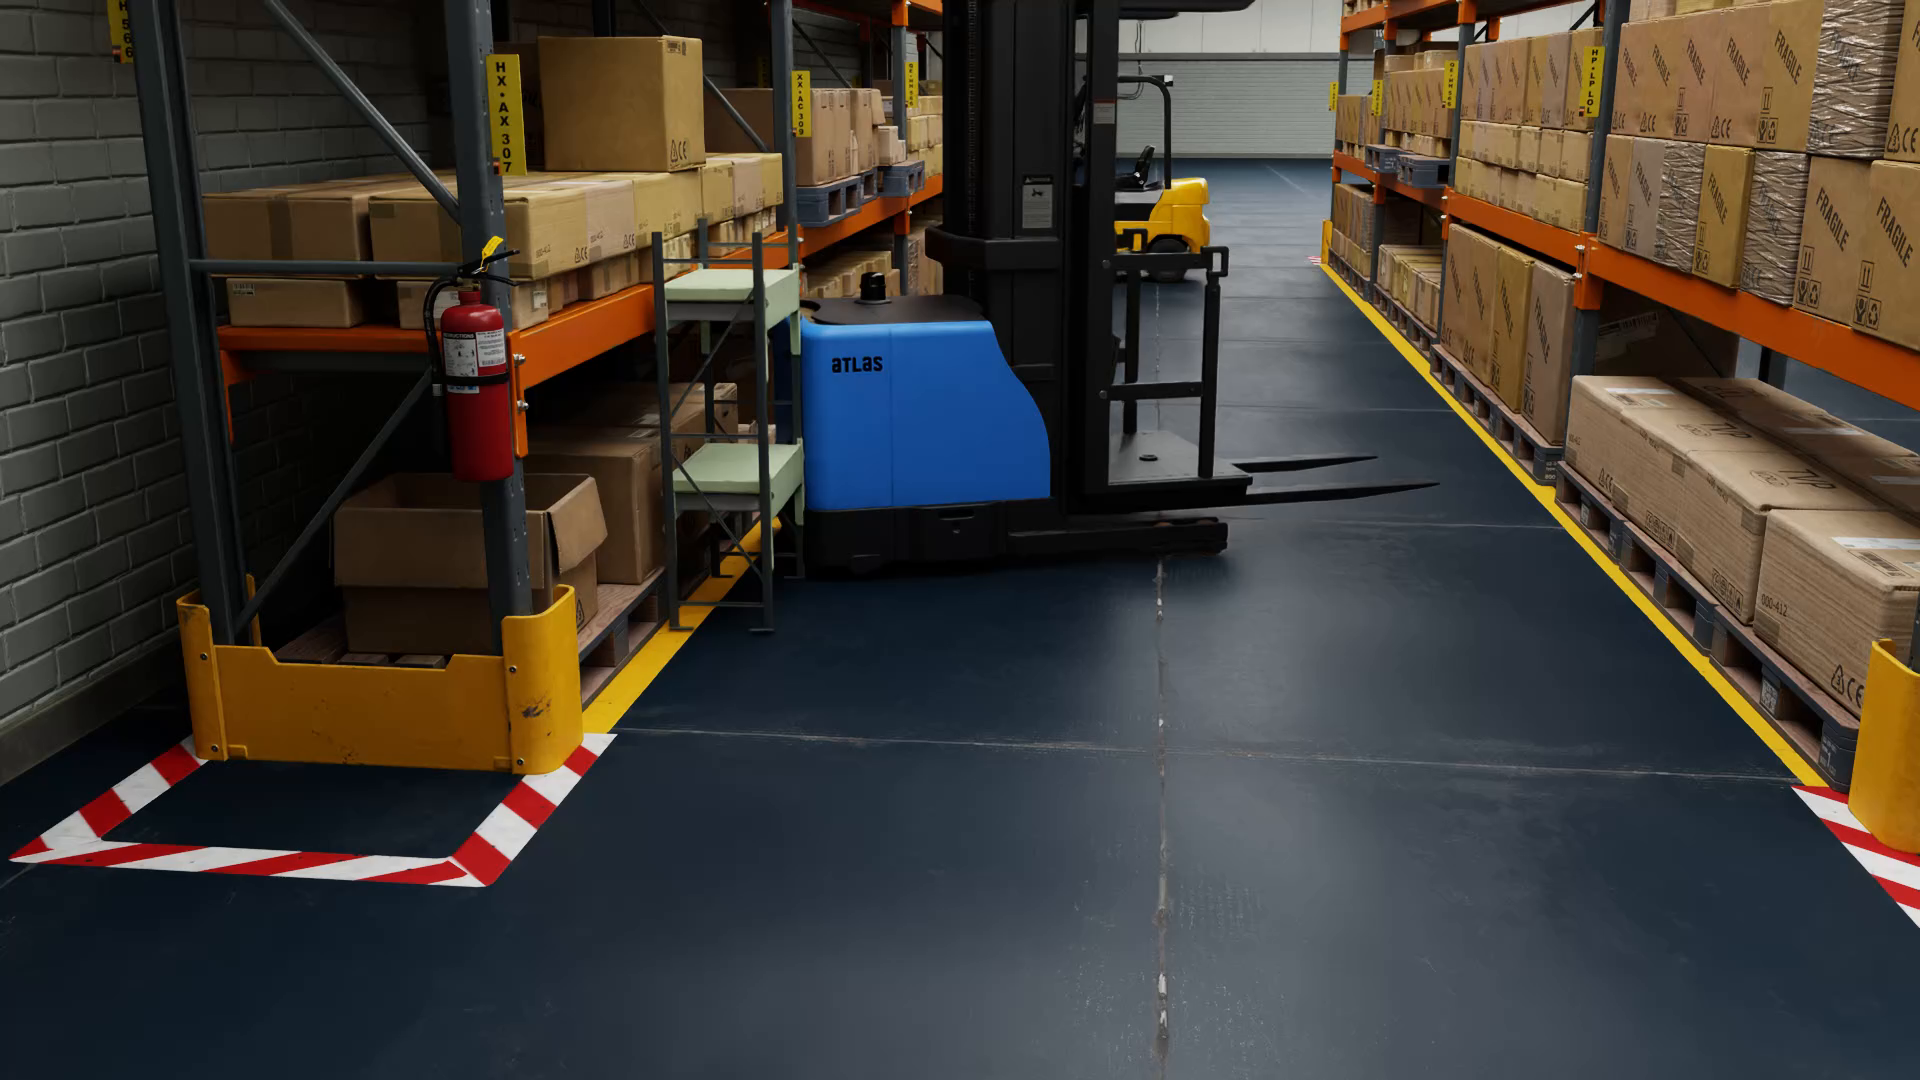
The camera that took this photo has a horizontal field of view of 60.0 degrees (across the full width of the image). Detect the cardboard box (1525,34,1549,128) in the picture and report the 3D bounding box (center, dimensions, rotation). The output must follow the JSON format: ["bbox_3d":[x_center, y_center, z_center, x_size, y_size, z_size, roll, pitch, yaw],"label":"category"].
[{"bbox_3d":[3.510,-2.589,9.381,0.500,0.500,0.500,2,15,8],"label":"cardboard box"}]

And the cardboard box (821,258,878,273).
[{"bbox_3d":[-0.777,-1.887,11.634,0.380,0.149,0.250,1,15,4],"label":"cardboard box"}]

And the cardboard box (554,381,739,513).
[{"bbox_3d":[-1.387,-0.418,7.447,0.700,0.500,0.500,1,15,4],"label":"cardboard box"}]

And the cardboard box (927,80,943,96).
[{"bbox_3d":[-0.117,-4.468,16.435,0.380,0.149,0.250,2,15,7],"label":"cardboard box"}]

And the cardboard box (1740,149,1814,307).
[{"bbox_3d":[3.042,-1.076,5.704,0.500,0.500,0.500,2,15,8],"label":"cardboard box"}]

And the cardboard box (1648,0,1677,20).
[{"bbox_3d":[3.275,-2.372,7.338,0.380,0.149,0.250,2,15,7],"label":"cardboard box"}]

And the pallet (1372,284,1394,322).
[{"bbox_3d":[4.398,-2.196,15.378,1.003,0.211,1.213,2,15,6],"label":"pallet"}]

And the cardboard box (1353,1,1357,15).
[{"bbox_3d":[4.571,-5.893,18.444,0.380,0.149,0.250,2,15,8],"label":"cardboard box"}]

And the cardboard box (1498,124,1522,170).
[{"bbox_3d":[3.532,-2.357,9.962,0.500,0.250,0.500,2,15,7],"label":"cardboard box"}]

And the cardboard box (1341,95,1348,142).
[{"bbox_3d":[4.551,-4.724,18.625,0.500,0.500,0.500,2,15,8],"label":"cardboard box"}]

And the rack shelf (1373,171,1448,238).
[{"bbox_3d":[4.259,-2.878,13.937,1.077,0.370,4.000,2,15,6],"label":"rack shelf"}]

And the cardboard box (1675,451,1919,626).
[{"bbox_3d":[3.200,-0.009,6.053,0.875,0.438,0.875,2,15,8],"label":"cardboard box"}]

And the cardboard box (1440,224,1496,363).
[{"bbox_3d":[3.872,-1.707,11.494,0.875,0.875,0.875,2,15,6],"label":"cardboard box"}]

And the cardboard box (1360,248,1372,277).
[{"bbox_3d":[4.284,-2.781,16.662,0.500,0.250,0.500,2,15,9],"label":"cardboard box"}]

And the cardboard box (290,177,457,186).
[{"bbox_3d":[-1.955,-1.109,5.734,0.500,0.250,0.500,2,15,6],"label":"cardboard box"}]

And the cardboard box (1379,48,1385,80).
[{"bbox_3d":[5.030,-5.186,18.417,0.700,0.500,0.500,2,15,7],"label":"cardboard box"}]

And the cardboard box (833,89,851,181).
[{"bbox_3d":[-1.016,-2.318,9.493,0.700,0.500,0.500,2,15,7],"label":"cardboard box"}]

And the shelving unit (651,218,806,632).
[{"bbox_3d":[-0.883,-0.473,6.517,0.431,1.500,0.755,1,15,4],"label":"shelving unit"}]

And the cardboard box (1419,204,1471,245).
[{"bbox_3d":[4.819,-3.126,16.504,0.500,0.500,0.500,2,15,9],"label":"cardboard box"}]

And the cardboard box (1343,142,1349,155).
[{"bbox_3d":[4.492,-4.381,18.600,0.380,0.149,0.250,2,15,7],"label":"cardboard box"}]

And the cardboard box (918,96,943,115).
[{"bbox_3d":[-0.334,-3.752,14.357,0.380,0.149,0.250,1,15,5],"label":"cardboard box"}]

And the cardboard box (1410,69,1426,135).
[{"bbox_3d":[3.911,-3.492,13.265,0.500,0.500,0.500,1,15,2],"label":"cardboard box"}]

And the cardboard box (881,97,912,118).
[{"bbox_3d":[-0.571,-3.287,12.638,0.380,0.149,0.250,2,15,8],"label":"cardboard box"}]

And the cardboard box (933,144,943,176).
[{"bbox_3d":[-0.433,-3.286,14.354,0.500,0.250,0.500,2,15,8],"label":"cardboard box"}]

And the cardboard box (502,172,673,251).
[{"bbox_3d":[-1.373,-1.220,6.145,0.500,0.250,0.500,1,15,5],"label":"cardboard box"}]

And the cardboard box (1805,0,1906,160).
[{"bbox_3d":[2.978,-1.431,5.100,0.500,0.500,0.500,2,15,6],"label":"cardboard box"}]

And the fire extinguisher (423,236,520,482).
[{"bbox_3d":[-1.359,-0.508,4.656,0.296,0.674,0.183,2,15,6],"label":"fire extinguisher"}]

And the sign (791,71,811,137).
[{"bbox_3d":[-0.811,-2.218,8.460,0.100,0.325,0.005,2,15,6],"label":"sign"}]

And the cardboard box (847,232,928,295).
[{"bbox_3d":[-0.750,-2.239,13.941,0.875,0.625,0.625,2,15,8],"label":"cardboard box"}]

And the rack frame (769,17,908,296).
[{"bbox_3d":[-0.899,-2.852,12.462,1.000,3.000,0.127,2,15,6],"label":"rack frame"}]

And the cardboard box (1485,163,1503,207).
[{"bbox_3d":[3.622,-2.245,10.505,0.500,0.250,0.500,2,15,8],"label":"cardboard box"}]

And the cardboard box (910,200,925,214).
[{"bbox_3d":[-0.585,-3.380,16.965,0.500,0.250,0.500,2,15,7],"label":"cardboard box"}]

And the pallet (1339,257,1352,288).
[{"bbox_3d":[4.660,-2.890,17.947,1.003,0.211,1.213,2,15,6],"label":"pallet"}]

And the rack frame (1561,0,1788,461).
[{"bbox_3d":[3.582,-1.669,8.088,1.000,3.000,0.127,2,15,6],"label":"rack frame"}]

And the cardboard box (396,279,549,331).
[{"bbox_3d":[-1.492,-0.733,5.106,0.380,0.149,0.250,2,15,6],"label":"cardboard box"}]

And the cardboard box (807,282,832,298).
[{"bbox_3d":[-0.991,-1.485,10.148,0.380,0.149,0.250,2,15,6],"label":"cardboard box"}]

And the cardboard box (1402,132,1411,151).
[{"bbox_3d":[3.933,-3.354,13.996,0.380,0.149,0.250,2,15,8],"label":"cardboard box"}]

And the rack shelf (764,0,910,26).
[{"bbox_3d":[-1.125,-3.434,10.246,1.077,0.370,4.000,2,15,6],"label":"rack shelf"}]

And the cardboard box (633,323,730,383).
[{"bbox_3d":[-1.589,-0.946,9.400,0.500,0.500,0.500,2,15,6],"label":"cardboard box"}]

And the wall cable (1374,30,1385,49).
[{"bbox_3d":[13.492,-17.532,48.746,2.305,6.003,0.169,2,15,6],"label":"wall cable"}]

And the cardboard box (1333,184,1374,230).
[{"bbox_3d":[4.568,-3.811,19.038,0.500,0.500,0.500,1,15,4],"label":"cardboard box"}]

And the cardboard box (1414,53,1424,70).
[{"bbox_3d":[4.060,-4.055,14.104,0.380,0.149,0.250,3,15,9],"label":"cardboard box"}]

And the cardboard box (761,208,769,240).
[{"bbox_3d":[-1.144,-1.535,8.072,0.380,0.149,0.250,2,15,8],"label":"cardboard box"}]

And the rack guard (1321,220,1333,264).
[{"bbox_3d":[4.927,-3.555,19.851,1.175,0.500,0.348,2,15,6],"label":"rack guard"}]

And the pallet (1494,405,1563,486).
[{"bbox_3d":[3.594,-0.525,9.200,1.003,0.211,1.213,2,15,6],"label":"pallet"}]

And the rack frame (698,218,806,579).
[{"bbox_3d":[-0.855,-0.566,6.870,0.400,1.500,0.023,1,15,4],"label":"rack frame"}]

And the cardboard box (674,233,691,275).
[{"bbox_3d":[-1.288,-1.134,6.592,0.380,0.149,0.250,2,15,8],"label":"cardboard box"}]

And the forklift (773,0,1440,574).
[{"bbox_3d":[0.704,-1.456,7.430,3.031,2.935,1.130,-4,16,-13],"label":"forklift"}]
